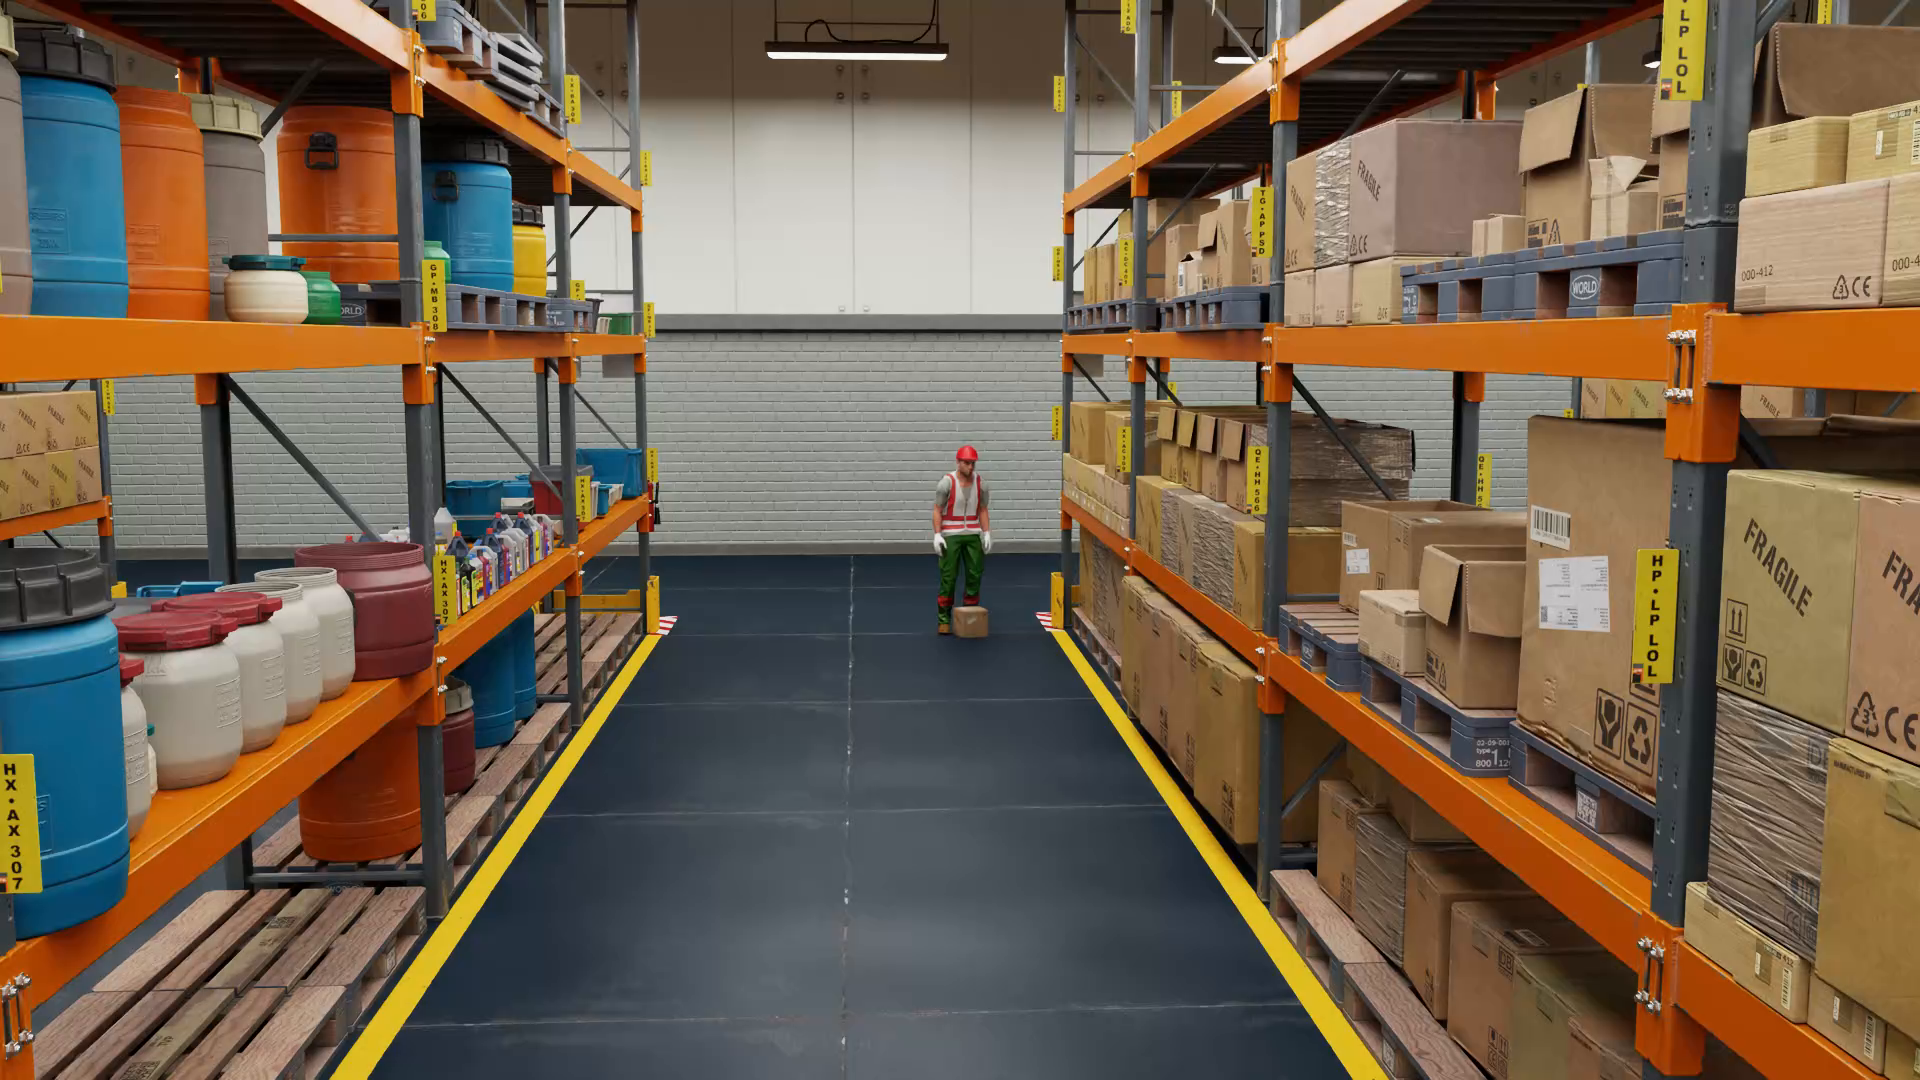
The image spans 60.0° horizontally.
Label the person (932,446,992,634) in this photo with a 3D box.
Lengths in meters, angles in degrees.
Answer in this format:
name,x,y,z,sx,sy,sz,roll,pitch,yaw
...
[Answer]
name,x,y,z,sx,sy,sz,roll,pitch,yaw
person,0.023,-0.010,15.760,0.592,1.778,0.447,-3,7,-21
